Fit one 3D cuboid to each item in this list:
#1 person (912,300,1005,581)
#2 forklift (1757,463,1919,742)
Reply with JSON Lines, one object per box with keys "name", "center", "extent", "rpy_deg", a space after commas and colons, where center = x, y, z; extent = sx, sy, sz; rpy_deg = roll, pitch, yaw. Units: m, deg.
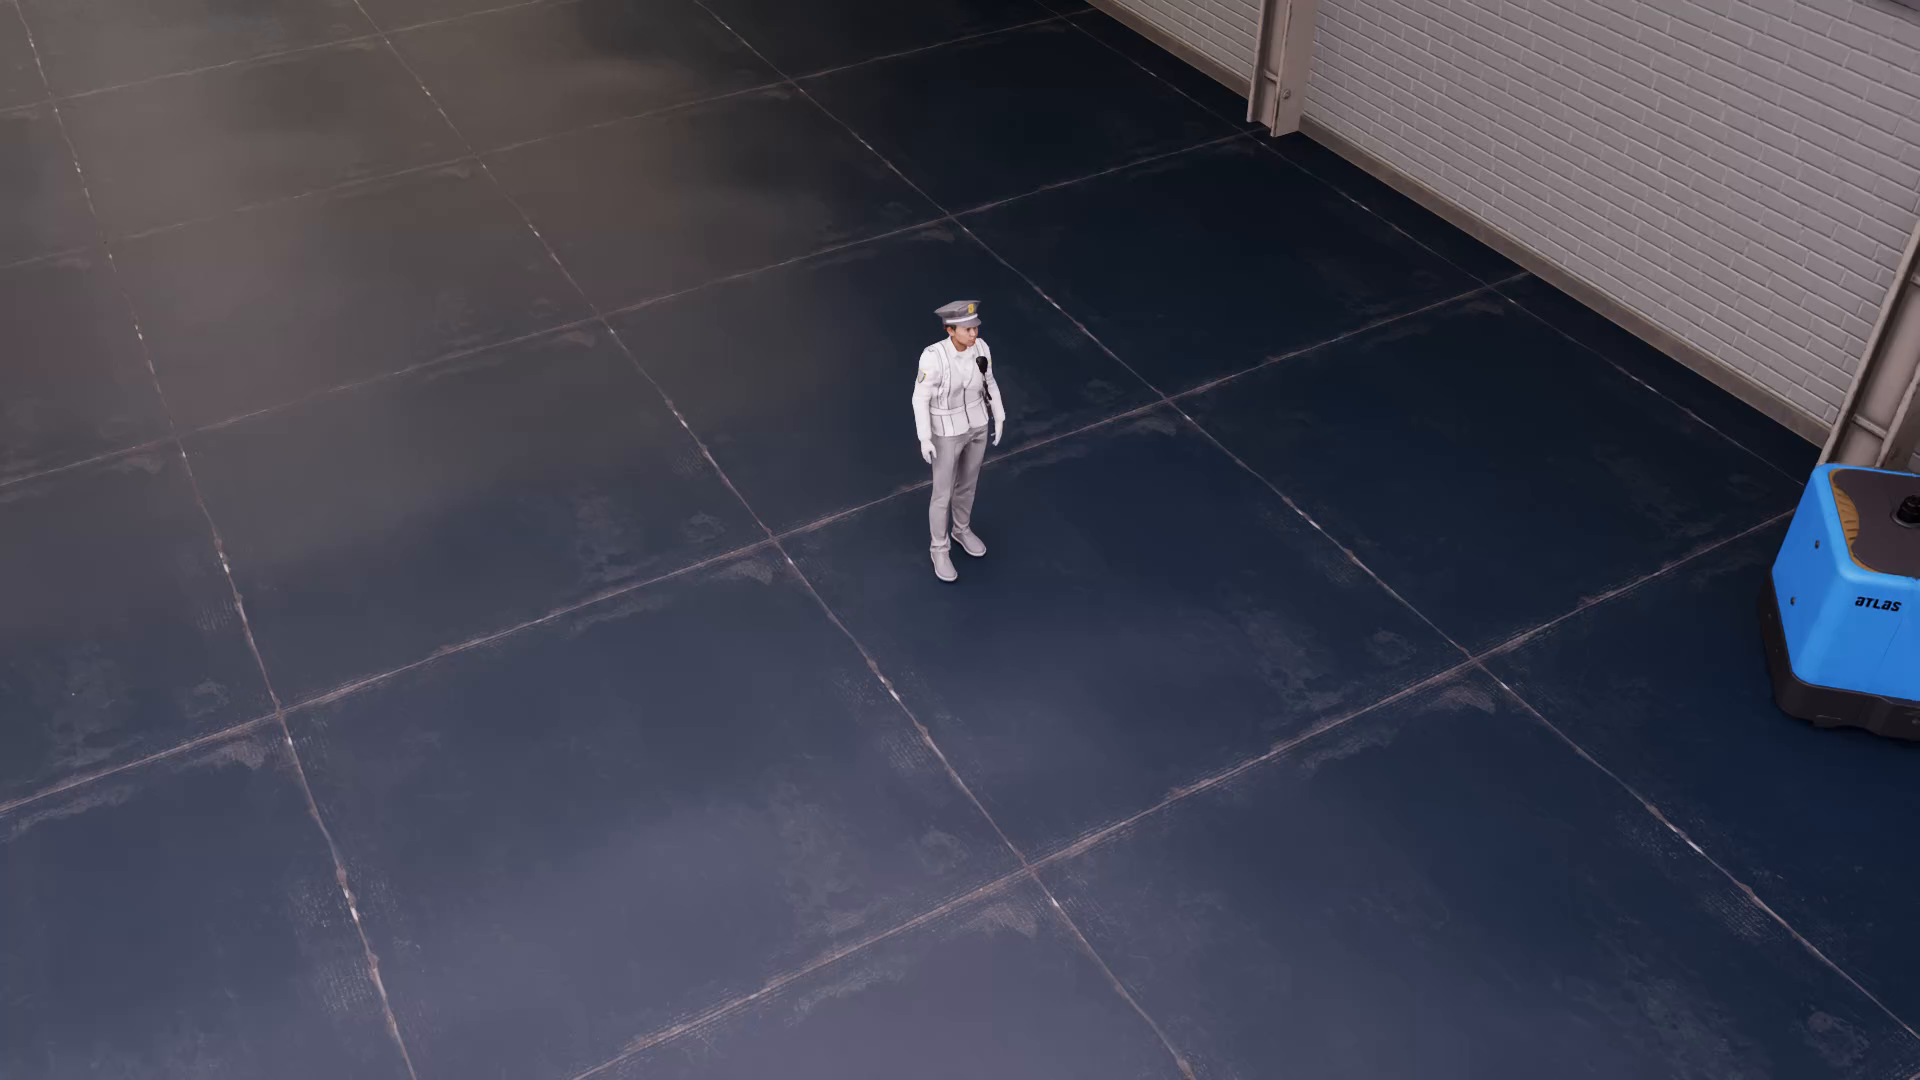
{"name": "person", "center": [0.028, -0.617, 9.738], "extent": [0.586, 1.694, 0.530], "rpy_deg": [-20, 44, -23]}
{"name": "forklift", "center": [6.060, -0.221, 8.303], "extent": [3.031, 2.935, 1.130], "rpy_deg": [9, 40, 10]}
